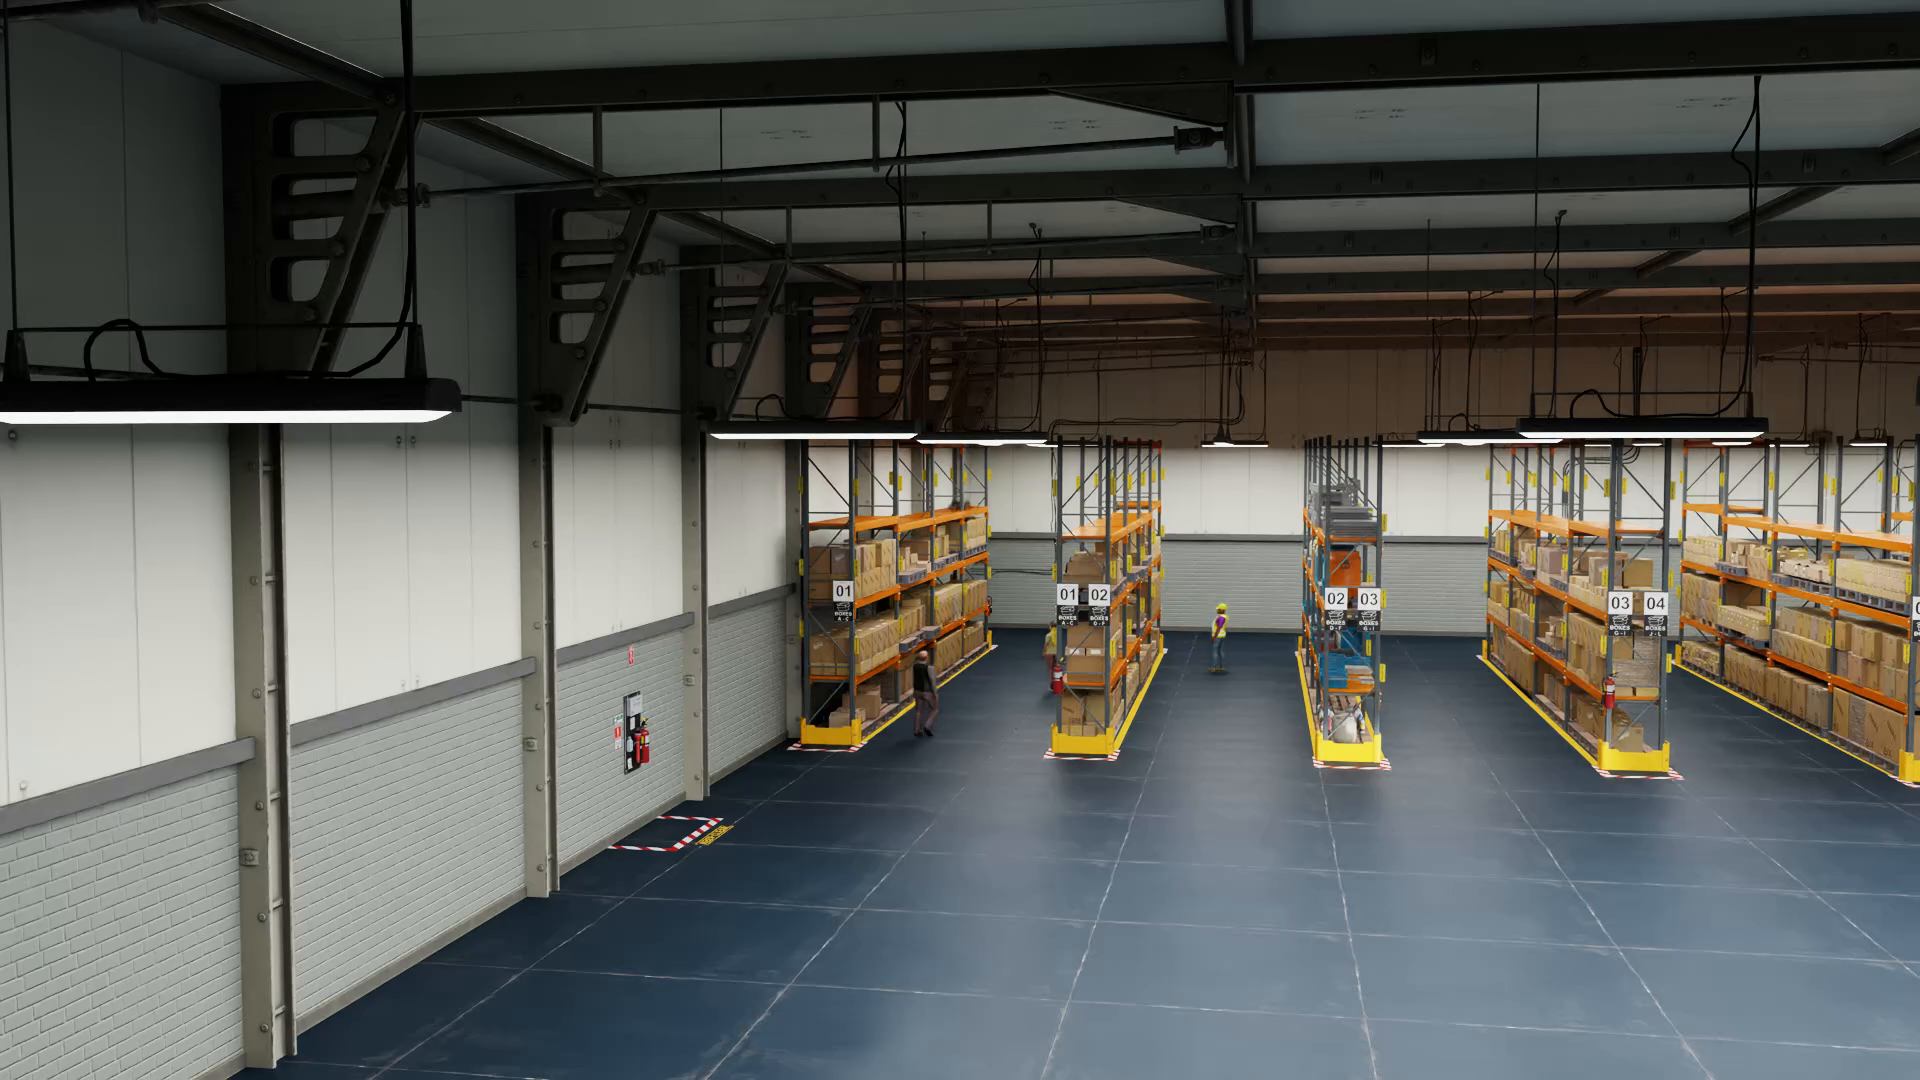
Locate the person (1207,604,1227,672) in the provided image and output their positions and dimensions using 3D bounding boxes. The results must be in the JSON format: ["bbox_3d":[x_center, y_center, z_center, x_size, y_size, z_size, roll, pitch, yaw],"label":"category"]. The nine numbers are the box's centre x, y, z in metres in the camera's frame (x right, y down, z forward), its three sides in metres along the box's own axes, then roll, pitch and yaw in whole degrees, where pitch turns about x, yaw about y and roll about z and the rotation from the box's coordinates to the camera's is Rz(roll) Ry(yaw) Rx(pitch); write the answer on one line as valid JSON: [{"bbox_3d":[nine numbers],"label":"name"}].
[{"bbox_3d":[6.647,2.522,42.951,0.504,1.759,0.643,2,4,31],"label":"person"}]

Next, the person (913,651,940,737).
[{"bbox_3d":[-0.680,3.071,33.142,0.602,1.741,0.493,2,4,39],"label":"person"}]

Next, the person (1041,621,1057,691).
[{"bbox_3d":[2.185,2.761,39.493,0.459,1.706,0.461,-1,3,-24],"label":"person"}]
